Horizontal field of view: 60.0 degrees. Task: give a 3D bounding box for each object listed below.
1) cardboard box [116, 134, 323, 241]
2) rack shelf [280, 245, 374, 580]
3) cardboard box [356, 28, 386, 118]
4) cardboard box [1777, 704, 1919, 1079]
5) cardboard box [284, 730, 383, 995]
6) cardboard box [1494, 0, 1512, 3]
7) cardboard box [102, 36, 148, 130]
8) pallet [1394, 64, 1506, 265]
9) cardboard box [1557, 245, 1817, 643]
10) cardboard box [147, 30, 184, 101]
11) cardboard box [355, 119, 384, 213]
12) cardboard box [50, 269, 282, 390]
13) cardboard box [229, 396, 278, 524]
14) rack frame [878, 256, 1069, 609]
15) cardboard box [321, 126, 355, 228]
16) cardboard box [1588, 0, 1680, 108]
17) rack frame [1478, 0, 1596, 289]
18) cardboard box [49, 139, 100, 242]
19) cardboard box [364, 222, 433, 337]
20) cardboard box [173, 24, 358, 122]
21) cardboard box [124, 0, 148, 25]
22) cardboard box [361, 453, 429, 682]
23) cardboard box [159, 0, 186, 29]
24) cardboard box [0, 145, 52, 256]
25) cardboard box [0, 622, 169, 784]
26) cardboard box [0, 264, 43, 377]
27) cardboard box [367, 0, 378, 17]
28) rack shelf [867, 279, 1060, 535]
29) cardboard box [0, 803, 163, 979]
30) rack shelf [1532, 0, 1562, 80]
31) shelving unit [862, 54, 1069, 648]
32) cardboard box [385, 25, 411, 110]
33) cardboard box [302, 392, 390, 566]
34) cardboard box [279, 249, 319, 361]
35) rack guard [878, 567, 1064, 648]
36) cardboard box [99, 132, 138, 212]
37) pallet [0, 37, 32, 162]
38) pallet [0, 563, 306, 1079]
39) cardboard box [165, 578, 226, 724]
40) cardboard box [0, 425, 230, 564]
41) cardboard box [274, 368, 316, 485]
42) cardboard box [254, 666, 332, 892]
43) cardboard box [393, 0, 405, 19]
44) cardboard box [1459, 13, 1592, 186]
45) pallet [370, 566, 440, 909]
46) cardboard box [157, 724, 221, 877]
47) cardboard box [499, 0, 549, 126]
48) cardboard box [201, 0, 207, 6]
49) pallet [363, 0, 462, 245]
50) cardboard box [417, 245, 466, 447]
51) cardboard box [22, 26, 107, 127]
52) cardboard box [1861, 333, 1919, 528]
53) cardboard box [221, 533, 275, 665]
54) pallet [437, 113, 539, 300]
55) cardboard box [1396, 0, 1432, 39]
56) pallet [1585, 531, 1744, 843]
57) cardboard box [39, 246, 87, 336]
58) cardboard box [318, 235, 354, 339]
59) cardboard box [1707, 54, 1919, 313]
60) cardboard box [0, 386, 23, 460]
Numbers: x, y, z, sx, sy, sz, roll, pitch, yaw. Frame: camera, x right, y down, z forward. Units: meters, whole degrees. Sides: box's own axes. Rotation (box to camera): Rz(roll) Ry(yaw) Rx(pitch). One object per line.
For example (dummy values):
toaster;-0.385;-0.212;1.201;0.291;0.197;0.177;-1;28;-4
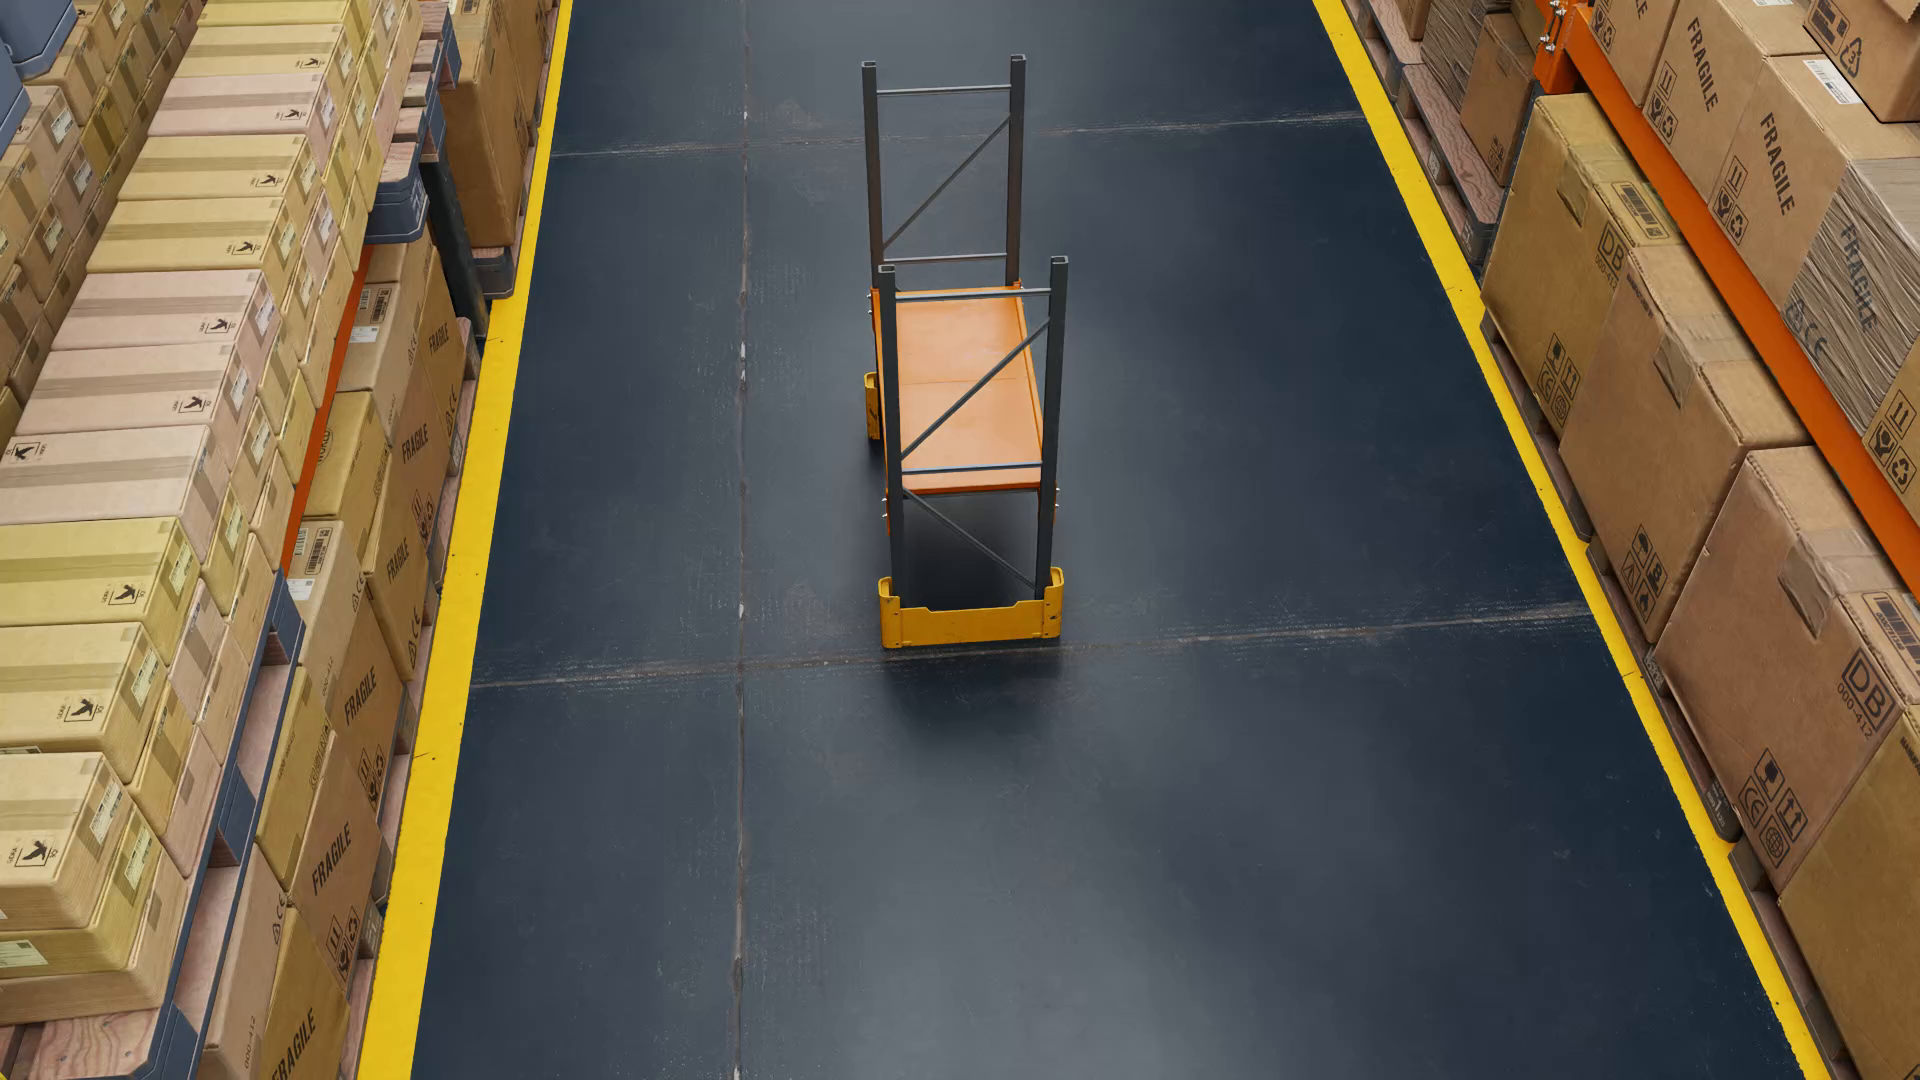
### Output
cardboard box;-1.747;-0.829;3.943;0.380;0.149;0.250;-1;47;-1
rack shelf;-2.184;-0.134;4.307;1.077;0.370;4.000;-3;47;-3
cardboard box;-1.808;-1.276;4.571;0.380;0.149;0.250;-2;47;-2
cardboard box;2.861;0.962;3.948;1.225;0.875;0.875;-3;47;-3
cardboard box;-1.860;0.847;4.314;0.500;0.500;0.500;-2;47;-1
cardboard box;2.459;-2.473;6.928;0.500;0.250;0.500;1;47;1
cardboard box;-2.461;-1.238;4.535;0.380;0.149;0.250;-5;47;-5
pallet;2.536;-1.663;7.180;1.003;0.211;1.213;-3;47;-3
cardboard box;2.704;-0.325;5.166;1.225;0.875;0.875;-3;47;-3
cardboard box;-2.493;-1.356;4.852;0.380;0.149;0.250;-1;47;-1
cardboard box;-1.794;-1.011;4.525;0.380;0.149;0.250;-4;47;-4
cardboard box;-1.700;-0.445;3.580;0.380;0.149;0.250;-2;47;-2
cardboard box;-1.684;-0.165;3.519;0.380;0.149;0.250;-2;47;-2
rack frame;0.035;-0.210;4.916;0.500;1.500;0.032;-3;47;-3
cardboard box;-1.769;-0.915;4.229;0.380;0.149;0.250;-4;47;-4
cardboard box;2.369;-1.723;5.247;0.500;0.500;0.500;-2;47;-2
rack frame;2.600;-2.057;5.632;1.000;3.000;0.127;-3;47;-3
cardboard box;-2.419;-0.875;4.192;0.380;0.149;0.250;-3;47;-3
cardboard box;-2.033;-0.892;5.445;0.500;0.250;0.500;-4;47;-4
cardboard box;-1.787;-1.200;4.295;0.380;0.149;0.250;-2;47;-2
cardboard box;-2.481;-1.551;4.627;0.380;0.149;0.250;-5;47;-4
cardboard box;-1.936;0.104;5.018;0.500;0.500;0.500;-5;47;-5
cardboard box;-2.511;-1.627;4.904;0.380;0.149;0.250;-2;47;-2
cardboard box;-2.394;-0.794;3.910;0.380;0.149;0.250;-2;47;-2
cardboard box;-1.621;0.289;2.885;0.380;0.149;0.250;-2;47;-2
cardboard box;-2.375;-0.500;3.837;0.380;0.149;0.250;-2;47;-2
cardboard box;-1.835;-1.583;4.657;0.380;0.149;0.250;-4;47;-4
rack shelf;-0.007;-0.454;5.395;0.538;0.185;1.000;-3;47;-3
cardboard box;-1.591;0.592;2.802;0.380;0.149;0.250;-3;47;-3
rack shelf;2.432;-3.257;7.264;1.077;0.370;4.000;-3;47;-3
shelving unit;-0.006;-0.571;5.258;0.587;1.500;1.083;-3;47;-3
cardboard box;-1.833;-1.378;4.873;0.380;0.149;0.250;-4;47;-3
cardboard box;-1.953;-0.159;4.750;0.500;0.250;0.500;-2;47;-2
cardboard box;-1.724;-0.539;3.874;0.380;0.149;0.250;-4;47;-4
rack guard;0.035;0.219;5.370;0.587;0.250;0.087;-3;47;-3
cardboard box;-2.446;-0.966;4.483;0.380;0.149;0.250;-2;47;-1
pallet;-1.962;-0.354;2.083;1.213;0.211;1.003;-3;47;-3
pallet;-1.936;0.570;3.277;1.003;0.211;1.213;-3;47;-3
cardboard box;-1.637;0.218;3.156;0.380;0.149;0.250;-2;47;-2
cardboard box;-1.658;-0.078;3.232;0.380;0.149;0.250;-4;47;-4
cardboard box;-1.706;-0.250;3.805;0.380;0.149;0.250;-4;47;-4
cardboard box;-1.862;0.587;4.044;0.500;0.250;0.500;-2;47;-2
cardboard box;-1.856;-1.659;4.934;0.380;0.149;0.250;-3;47;-2
cardboard box;2.524;-1.832;6.838;0.700;0.500;0.500;-6;47;-5
pallet;-2.188;0.576;5.059;1.003;0.211;1.213;-3;47;-3
cardboard box;-1.620;0.494;3.100;0.380;0.149;0.250;-3;47;-3
cardboard box;-2.389;-2.278;7.101;1.050;0.750;0.750;-3;47;-3
cardboard box;-2.657;-2.172;5.673;0.500;0.500;0.500;-3;47;-3
pallet;-2.186;-1.253;5.003;1.213;0.211;1.003;-3;47;-3
cardboard box;-2.036;-0.653;5.735;0.500;0.500;0.500;-4;47;-3
cardboard box;-2.443;-1.181;4.277;0.380;0.149;0.250;-5;47;-5
cardboard box;2.538;-0.255;3.857;0.500;0.500;0.500;-4;47;-4
cardboard box;-1.657;0.131;3.443;0.380;0.149;0.250;-3;47;-3
pallet;-2.342;-1.445;6.973;1.003;0.211;1.213;-3;47;-3
cardboard box;2.410;-2.642;7.605;0.700;0.500;0.500;0;47;0
pallet;2.690;0.358;5.266;1.003;0.211;1.213;-3;47;-3
cardboard box;-2.402;-0.591;4.128;0.380;0.149;0.250;-3;47;-3
cardboard box;-1.750;-0.629;4.164;0.380;0.149;0.250;-2;47;-2
cardboard box;2.461;-0.980;4.543;0.500;0.500;0.500;-4;47;-4
cardboard box;-2.359;-0.210;3.767;0.380;0.149;0.250;-2;47;-2
